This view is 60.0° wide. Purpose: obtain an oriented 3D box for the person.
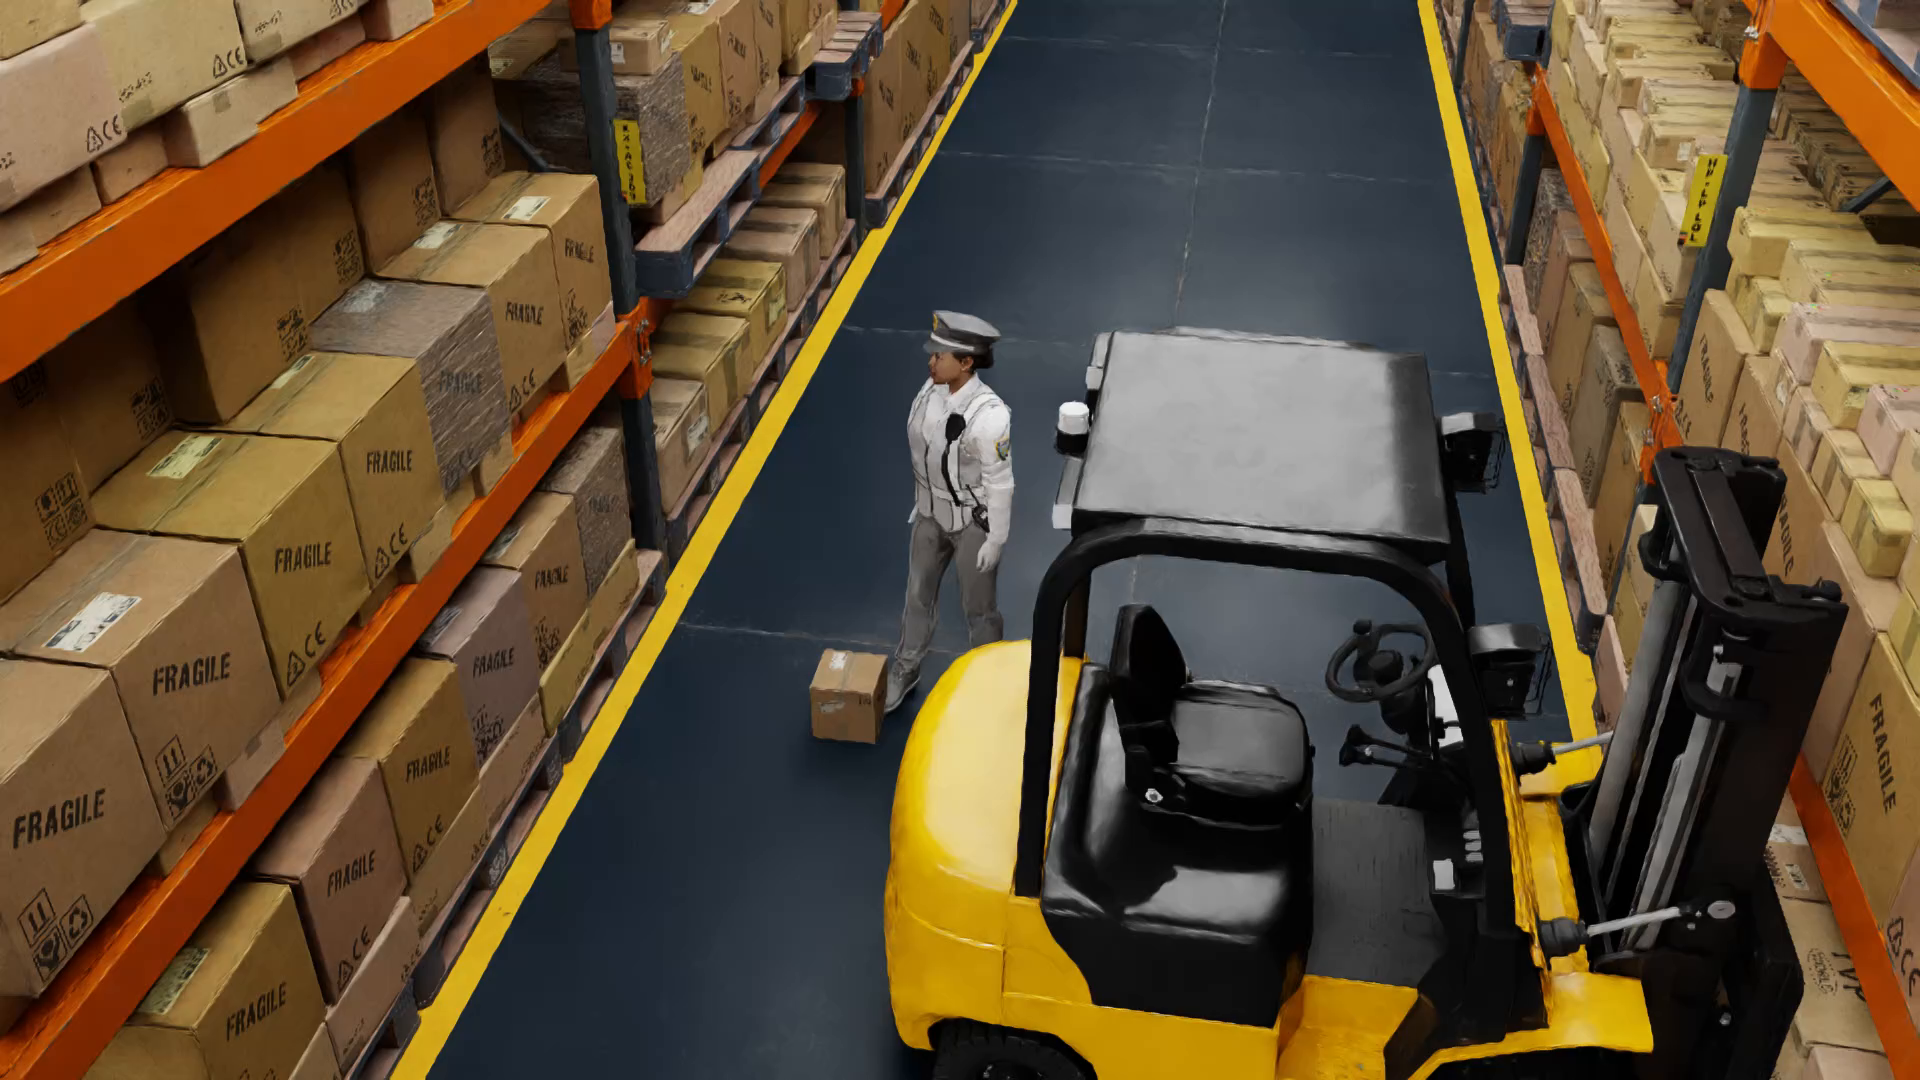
[{"bbox_3d":[-0.066,-0.056,6.188,0.526,1.693,0.484,-23,39,-31],"label":"person"}]
